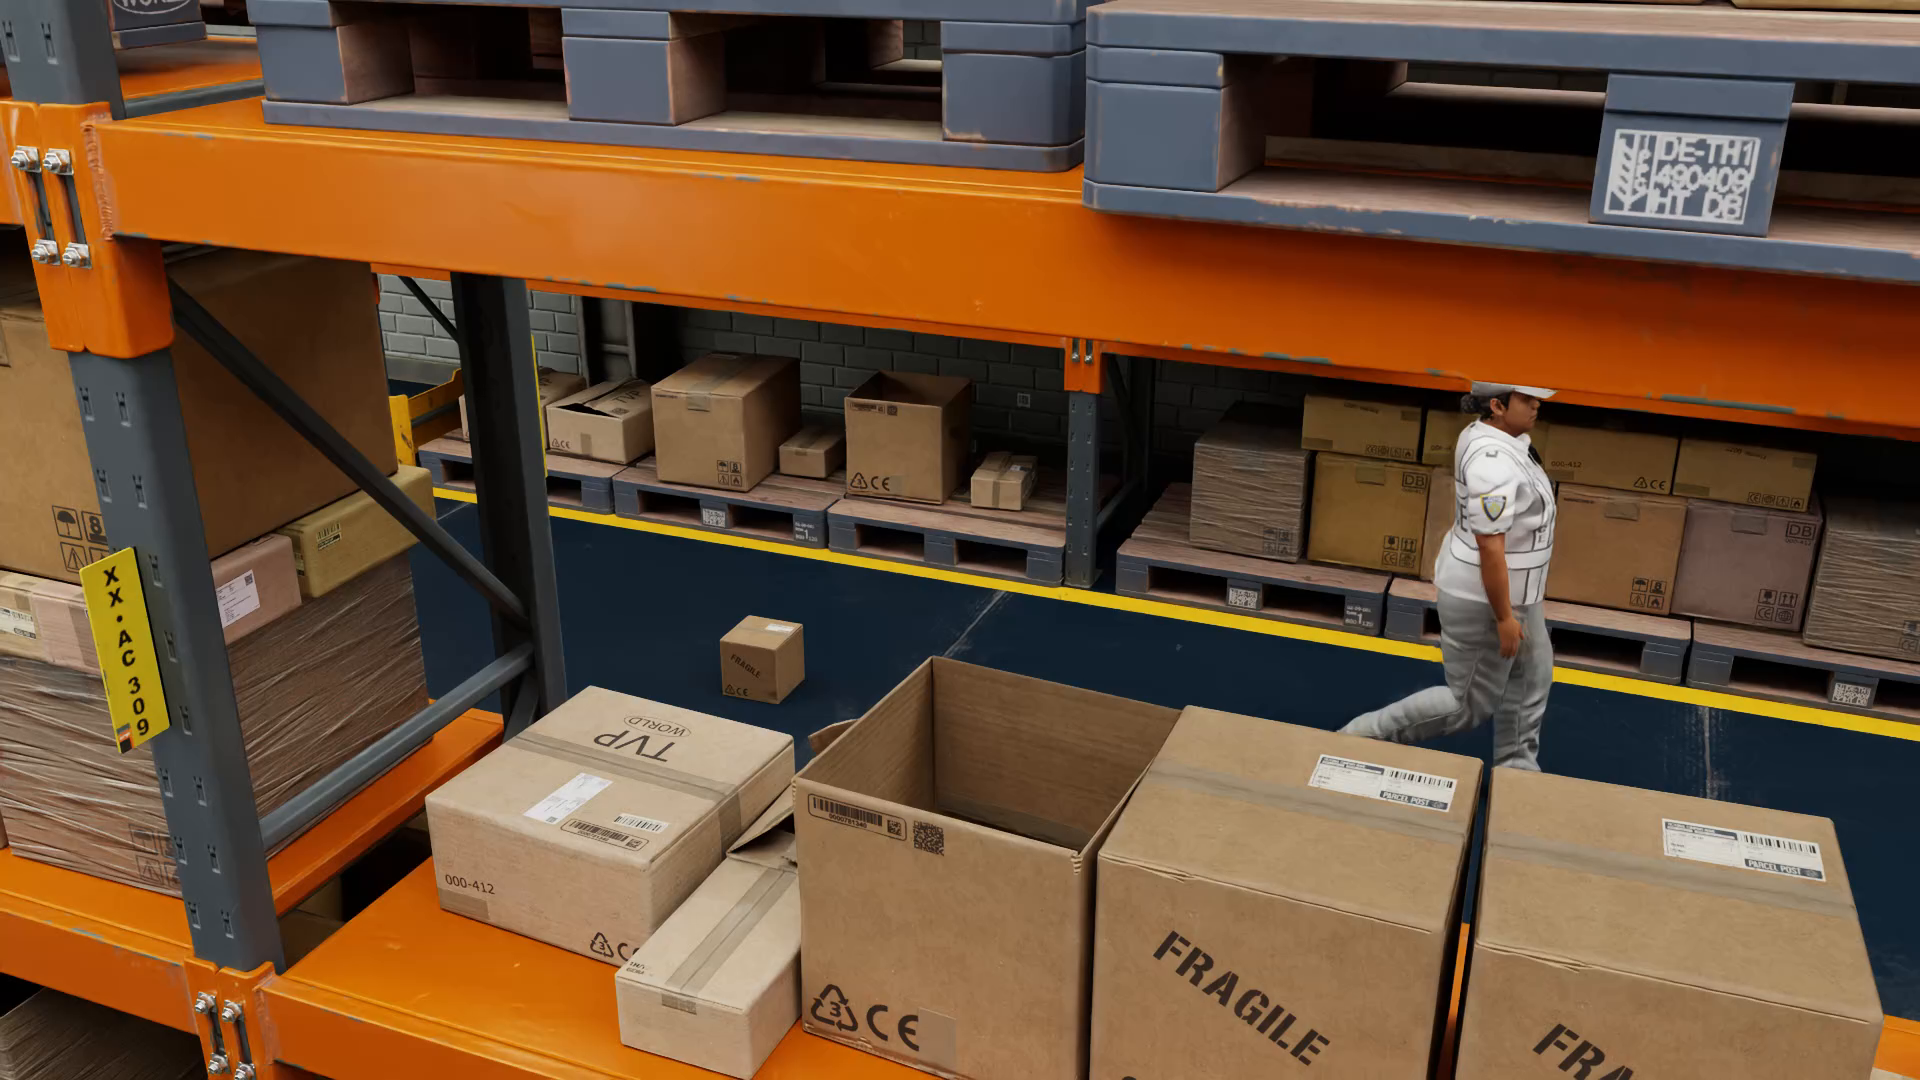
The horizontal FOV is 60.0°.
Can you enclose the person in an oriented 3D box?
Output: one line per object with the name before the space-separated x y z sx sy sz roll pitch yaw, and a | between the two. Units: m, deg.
person | 1.770 0.163 5.670 0.863 1.625 0.497 7 23 16
